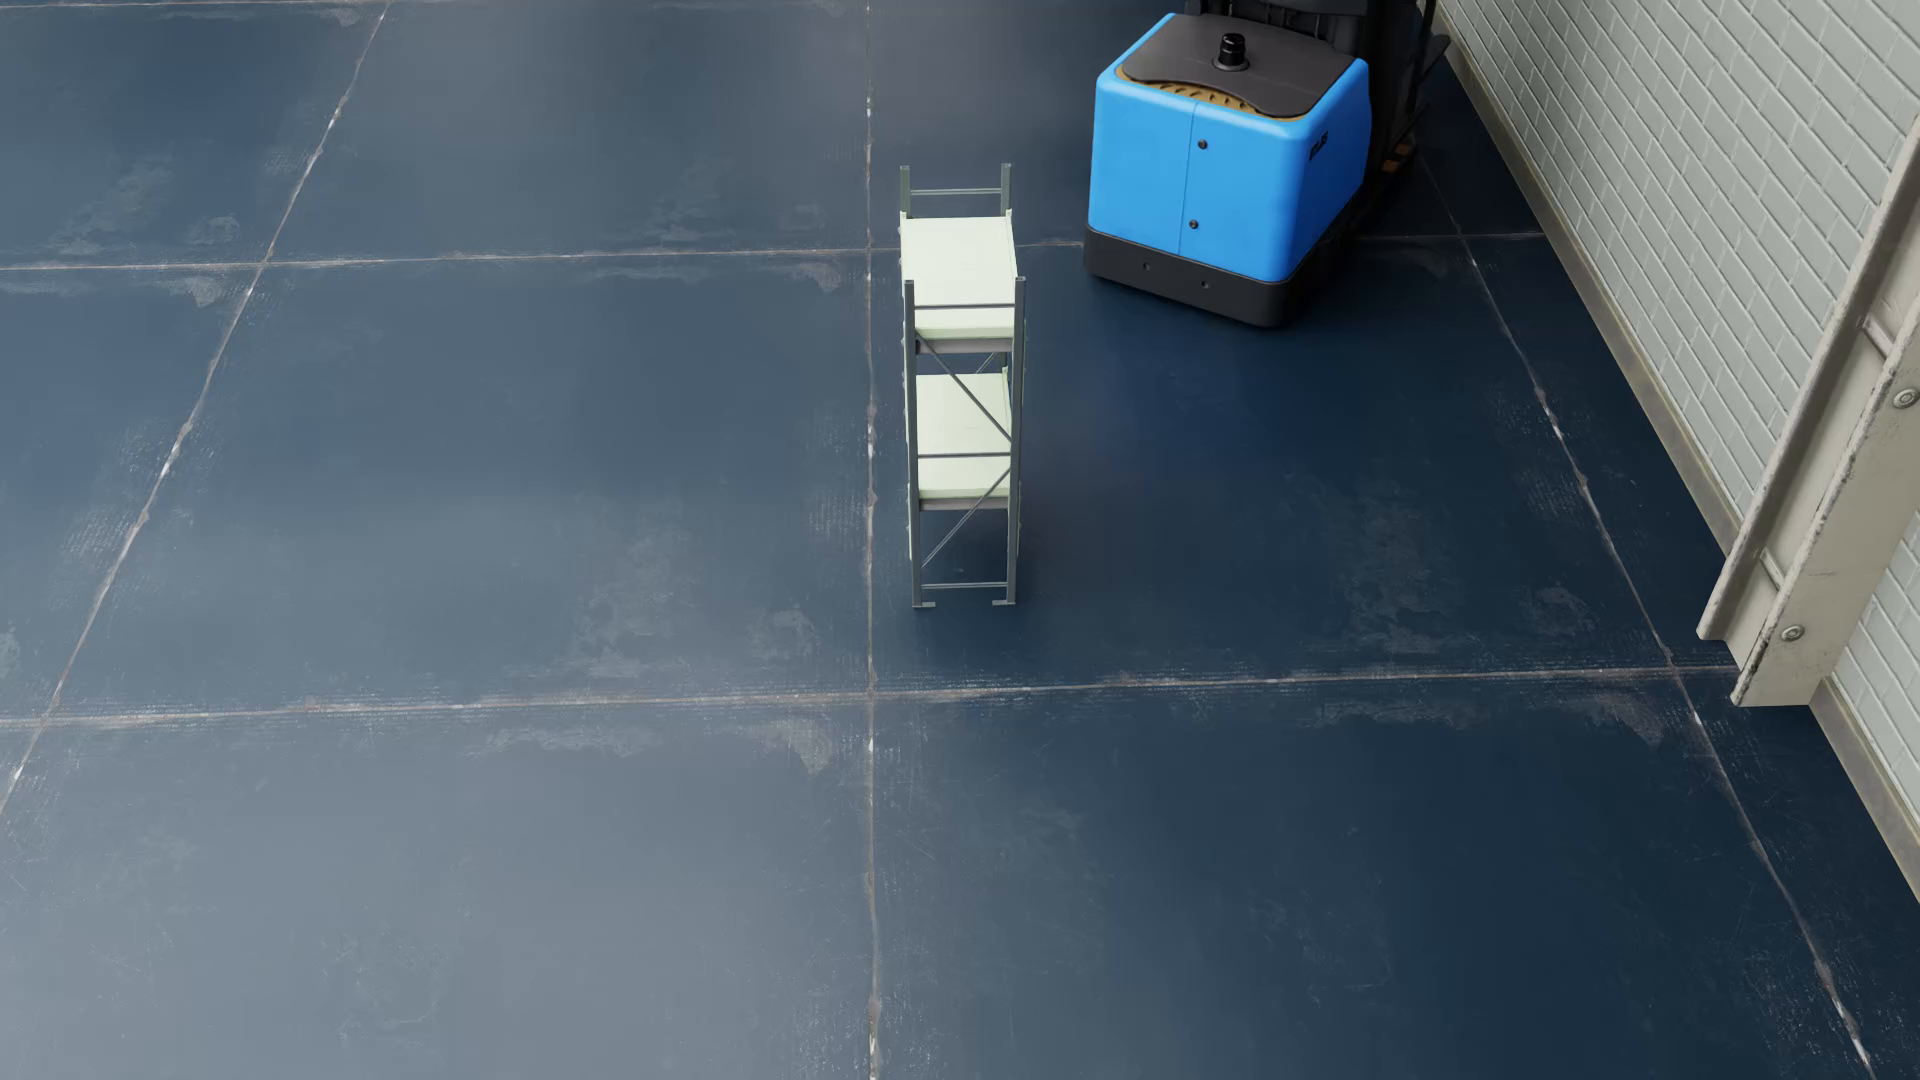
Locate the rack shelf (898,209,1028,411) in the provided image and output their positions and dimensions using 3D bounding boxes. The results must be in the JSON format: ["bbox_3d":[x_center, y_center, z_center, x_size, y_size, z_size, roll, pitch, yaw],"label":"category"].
[{"bbox_3d":[0.000,-0.836,5.975,0.431,0.370,0.720,-2,43,-2],"label":"rack shelf"}]

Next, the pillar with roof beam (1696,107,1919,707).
[{"bbox_3d":[-1.318,-2.723,3.061,9.100,9.000,0.400,-2,43,-2],"label":"pillar with roof beam"}]

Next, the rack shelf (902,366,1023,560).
[{"bbox_3d":[0.000,-0.308,6.459,0.431,0.370,0.720,-2,43,-2],"label":"rack shelf"}]

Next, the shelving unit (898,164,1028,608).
[{"bbox_3d":[0.000,-0.548,6.238,0.431,1.500,0.755,-2,43,-2],"label":"shelving unit"}]

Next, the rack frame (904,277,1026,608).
[{"bbox_3d":[0.016,-0.301,5.969,0.400,1.500,0.023,-2,43,-2],"label":"rack frame"}]

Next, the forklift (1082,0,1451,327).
[{"bbox_3d":[1.776,-3.051,7.909,1.130,2.935,3.031,22,47,22],"label":"forklift"}]

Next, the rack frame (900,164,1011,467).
[{"bbox_3d":[-0.015,-0.795,6.508,0.400,1.500,0.023,-2,43,-2],"label":"rack frame"}]
